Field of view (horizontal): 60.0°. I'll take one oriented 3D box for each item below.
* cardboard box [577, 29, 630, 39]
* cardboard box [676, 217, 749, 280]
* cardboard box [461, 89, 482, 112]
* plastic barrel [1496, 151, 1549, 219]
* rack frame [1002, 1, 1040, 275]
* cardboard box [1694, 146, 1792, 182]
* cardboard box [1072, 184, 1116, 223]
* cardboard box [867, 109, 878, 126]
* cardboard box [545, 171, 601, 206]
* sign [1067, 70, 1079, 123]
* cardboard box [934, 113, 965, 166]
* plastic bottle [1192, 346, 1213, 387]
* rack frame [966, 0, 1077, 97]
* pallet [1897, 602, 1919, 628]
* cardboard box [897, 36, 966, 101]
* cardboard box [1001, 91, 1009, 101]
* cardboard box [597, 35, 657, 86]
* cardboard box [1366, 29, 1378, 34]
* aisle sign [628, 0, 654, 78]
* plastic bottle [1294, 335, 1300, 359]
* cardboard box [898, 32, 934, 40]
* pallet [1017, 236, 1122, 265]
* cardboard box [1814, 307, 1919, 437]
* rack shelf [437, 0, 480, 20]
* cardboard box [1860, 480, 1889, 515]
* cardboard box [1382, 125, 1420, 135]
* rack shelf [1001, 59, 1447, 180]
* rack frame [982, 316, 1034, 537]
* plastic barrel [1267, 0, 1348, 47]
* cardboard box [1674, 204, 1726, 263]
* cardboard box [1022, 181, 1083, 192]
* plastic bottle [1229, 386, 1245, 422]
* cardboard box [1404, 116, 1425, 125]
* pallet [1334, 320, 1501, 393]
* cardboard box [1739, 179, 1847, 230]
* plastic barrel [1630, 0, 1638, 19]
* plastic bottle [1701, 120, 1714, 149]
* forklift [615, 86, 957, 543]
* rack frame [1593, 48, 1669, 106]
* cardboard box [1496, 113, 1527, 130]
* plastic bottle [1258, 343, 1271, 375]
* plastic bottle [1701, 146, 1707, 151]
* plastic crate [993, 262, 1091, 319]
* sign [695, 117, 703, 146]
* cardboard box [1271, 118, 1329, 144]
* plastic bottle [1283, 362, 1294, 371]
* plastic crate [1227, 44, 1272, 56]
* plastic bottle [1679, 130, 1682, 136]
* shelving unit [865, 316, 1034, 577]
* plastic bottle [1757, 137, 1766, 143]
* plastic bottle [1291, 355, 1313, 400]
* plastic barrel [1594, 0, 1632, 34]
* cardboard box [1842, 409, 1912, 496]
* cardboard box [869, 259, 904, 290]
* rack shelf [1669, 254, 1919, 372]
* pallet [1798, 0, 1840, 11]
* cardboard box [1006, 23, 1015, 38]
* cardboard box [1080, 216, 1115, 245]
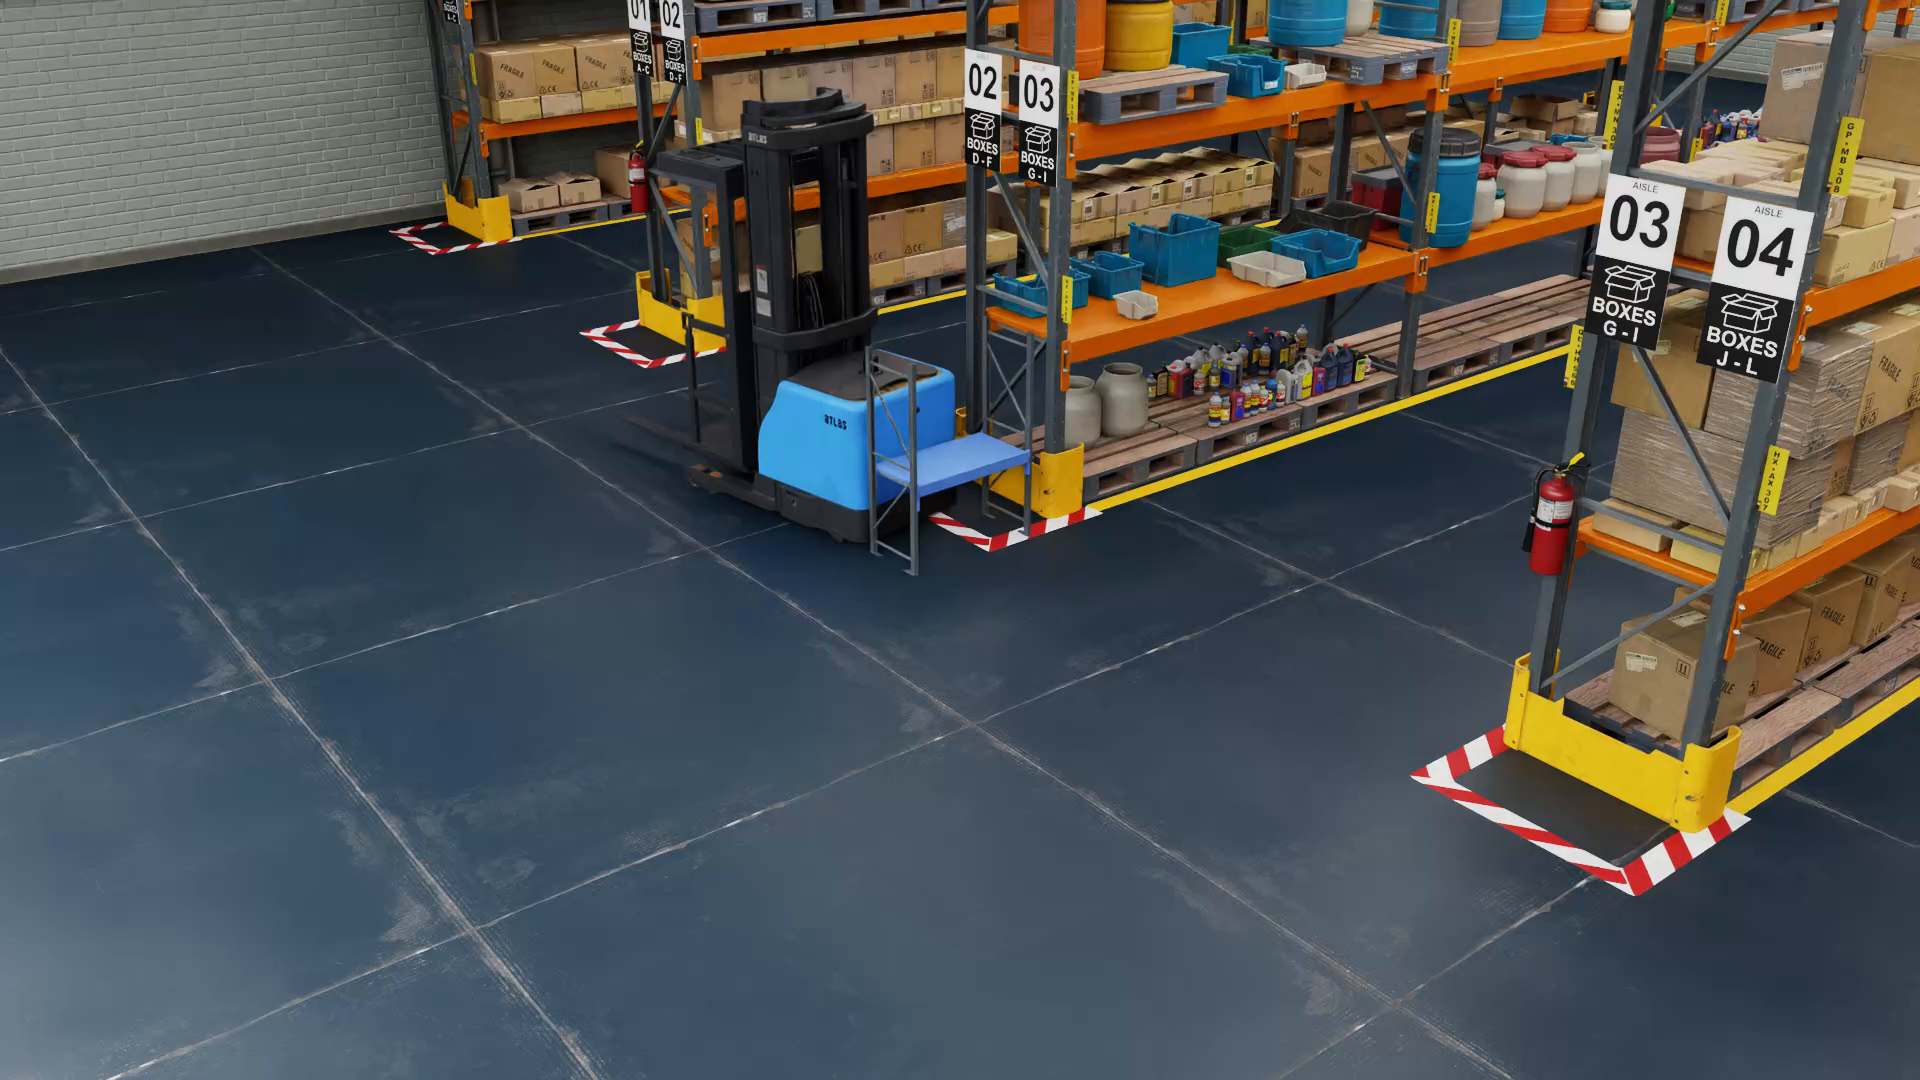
[{"bbox_3d":[-4.273,-5.857,20.070,0.500,0.500,0.500,-18,30,-33],"label":"cardboard box"},{"bbox_3d":[-2.418,-2.870,16.247,0.500,0.500,0.500,-18,31,-34],"label":"cardboard box"},{"bbox_3d":[-5.467,-5.115,19.363,0.500,0.250,0.500,-18,30,-33],"label":"cardboard box"},{"bbox_3d":[5.011,-3.174,14.864,0.433,0.535,0.433,0,25,0],"label":"plastic barrel"},{"bbox_3d":[0.492,-4.387,17.641,0.127,3.000,1.000,-18,31,-34],"label":"rack frame"},{"bbox_3d":[3.905,-1.851,8.316,0.250,0.149,0.380,-20,31,-36],"label":"cardboard box"},{"bbox_3d":[1.368,-3.738,18.343,0.500,0.311,0.500,-19,31,-35],"label":"cardboard box"},{"bbox_3d":[-1.004,-4.118,16.170,0.250,0.149,0.380,-18,30,-34],"label":"cardboard box"},{"bbox_3d":[-4.667,-4.266,20.051,0.500,0.311,0.500,-15,29,-30],"label":"cardboard box"},{"bbox_3d":[0.734,-2.888,10.836,0.005,0.325,0.100,-18,31,-34],"label":"sign"},{"bbox_3d":[-0.265,-4.176,17.067,0.500,0.500,0.700,-19,31,-35],"label":"cardboard box"},{"bbox_3d":[2.025,-1.464,13.965,0.185,0.351,0.144,-17,30,-32],"label":"plastic bottle"},{"bbox_3d":[0.398,-4.428,10.601,0.127,3.000,1.000,-18,31,-34],"label":"rack frame"},{"bbox_3d":[6.095,0.346,10.753,1.213,0.211,1.003,-18,31,-34],"label":"pallet"},{"bbox_3d":[-0.250,-4.772,16.810,0.500,0.500,0.700,-18,31,-34],"label":"cardboard box"},{"bbox_3d":[0.410,-4.585,17.178,0.250,0.149,0.380,-18,31,-34],"label":"cardboard box"},{"bbox_3d":[-3.950,-5.689,19.709,0.500,0.500,0.500,-17,30,-32],"label":"cardboard box"},{"bbox_3d":[4.903,-6.038,20.579,0.500,0.500,0.700,-12,28,-24],"label":"cardboard box"},{"bbox_3d":[-2.889,-4.608,15.027,0.004,0.787,0.394,-18,31,-34],"label":"aisle sign"},{"bbox_3d":[2.944,-1.712,14.677,0.097,0.201,0.097,0,25,0],"label":"plastic bottle"},{"bbox_3d":[-0.751,-6.855,22.316,0.500,0.500,0.700,-18,31,-34],"label":"cardboard box"},{"bbox_3d":[1.047,-3.327,18.668,1.213,0.211,1.003,-18,31,-34],"label":"pallet"},{"bbox_3d":[4.453,-0.880,8.423,0.500,0.500,0.500,-18,31,-34],"label":"cardboard box"},{"bbox_3d":[-4.142,-6.542,19.575,4.000,0.370,1.077,-18,31,-34],"label":"rack shelf"},{"bbox_3d":[4.805,-0.274,9.075,0.250,0.149,0.380,-18,31,-34],"label":"cardboard box"},{"bbox_3d":[5.787,-5.052,21.520,0.500,0.500,0.500,-18,30,-33],"label":"cardboard box"},{"bbox_3d":[1.971,-3.260,12.503,4.000,0.370,1.077,-18,31,-34],"label":"rack shelf"},{"bbox_3d":[0.331,-0.790,11.669,0.032,1.500,0.500,-19,31,-35],"label":"rack frame"},{"bbox_3d":[2.696,-4.301,12.797,0.708,0.901,0.600,-18,31,-34],"label":"plastic barrel"},{"bbox_3d":[3.677,-1.568,8.180,0.500,0.250,0.500,-17,30,-33],"label":"cardboard box"},{"bbox_3d":[1.039,-3.923,18.740,0.500,0.311,0.500,-17,30,-33],"label":"cardboard box"},{"bbox_3d":[2.206,-1.094,13.249,0.133,0.283,0.061,-18,30,-33],"label":"plastic bottle"},{"bbox_3d":[5.843,-5.344,22.149,0.500,0.500,0.500,-18,30,-33],"label":"cardboard box"},{"bbox_3d":[4.139,-1.698,15.157,1.213,0.211,1.003,-18,31,-34],"label":"pallet"},{"bbox_3d":[3.813,-1.534,7.634,0.250,0.149,0.380,-19,31,-34],"label":"cardboard box"},{"bbox_3d":[6.259,-5.217,15.732,0.421,0.512,0.421,0,25,0],"label":"plastic barrel"},{"bbox_3d":[7.882,-4.275,17.538,0.133,0.283,0.061,-18,31,-34],"label":"plastic bottle"},{"bbox_3d":[-1.447,-1.819,12.188,3.031,2.935,1.130,21,32,38],"label":"forklift"},{"bbox_3d":[9.935,-7.505,24.357,0.127,3.000,1.000,-18,31,-34],"label":"rack frame"},{"bbox_3d":[7.651,-5.882,23.533,0.500,0.311,0.500,-18,31,-34],"label":"cardboard box"},{"bbox_3d":[2.614,-1.558,14.262,0.097,0.271,0.097,0,25,0],"label":"plastic bottle"},{"bbox_3d":[7.341,-3.753,16.426,0.097,0.271,0.097,0,25,0],"label":"plastic bottle"},{"bbox_3d":[0.607,-1.868,12.389,0.616,0.251,0.499,-18,31,-34],"label":"plastic crate"},{"bbox_3d":[-2.318,-3.592,14.803,0.005,0.325,0.100,-18,31,-34],"label":"sign"},{"bbox_3d":[4.272,-5.169,20.881,0.500,0.250,0.500,-17,30,-32],"label":"cardboard box"},{"bbox_3d":[2.728,-1.344,13.786,0.133,0.283,0.061,-18,31,-34],"label":"plastic bottle"},{"bbox_3d":[2.136,-3.690,12.827,0.450,0.188,0.336,-18,31,-34],"label":"plastic crate"},{"bbox_3d":[7.568,-4.202,17.477,0.097,0.201,0.097,0,25,0],"label":"plastic bottle"},{"bbox_3d":[-0.060,-0.653,11.375,1.048,1.500,0.538,-19,31,-35],"label":"shelving unit"},{"bbox_3d":[8.170,-4.022,16.992,0.133,0.283,0.061,-18,31,-34],"label":"plastic bottle"},{"bbox_3d":[2.811,-1.347,13.713,0.185,0.351,0.144,-18,31,-34],"label":"plastic bottle"},{"bbox_3d":[5.836,-4.675,14.861,0.301,0.262,0.301,0,25,0],"label":"plastic barrel"},{"bbox_3d":[4.643,-0.665,9.148,0.500,0.500,0.875,-18,31,-34],"label":"cardboard box"},{"bbox_3d":[-0.915,-2.746,16.872,0.500,0.250,0.500,-18,31,-34],"label":"cardboard box"},{"bbox_3d":[5.028,-1.620,8.968,4.000,0.370,1.077,-18,31,-34],"label":"rack shelf"},{"bbox_3d":[8.393,-5.567,16.843,1.213,0.211,1.003,-18,31,-34],"label":"pallet"},{"bbox_3d":[0.789,-7.466,23.778,0.500,0.500,0.500,-18,30,-34],"label":"cardboard box"},{"bbox_3d":[1.365,-3.486,18.465,0.500,0.250,0.500,-17,30,-33],"label":"cardboard box"}]
